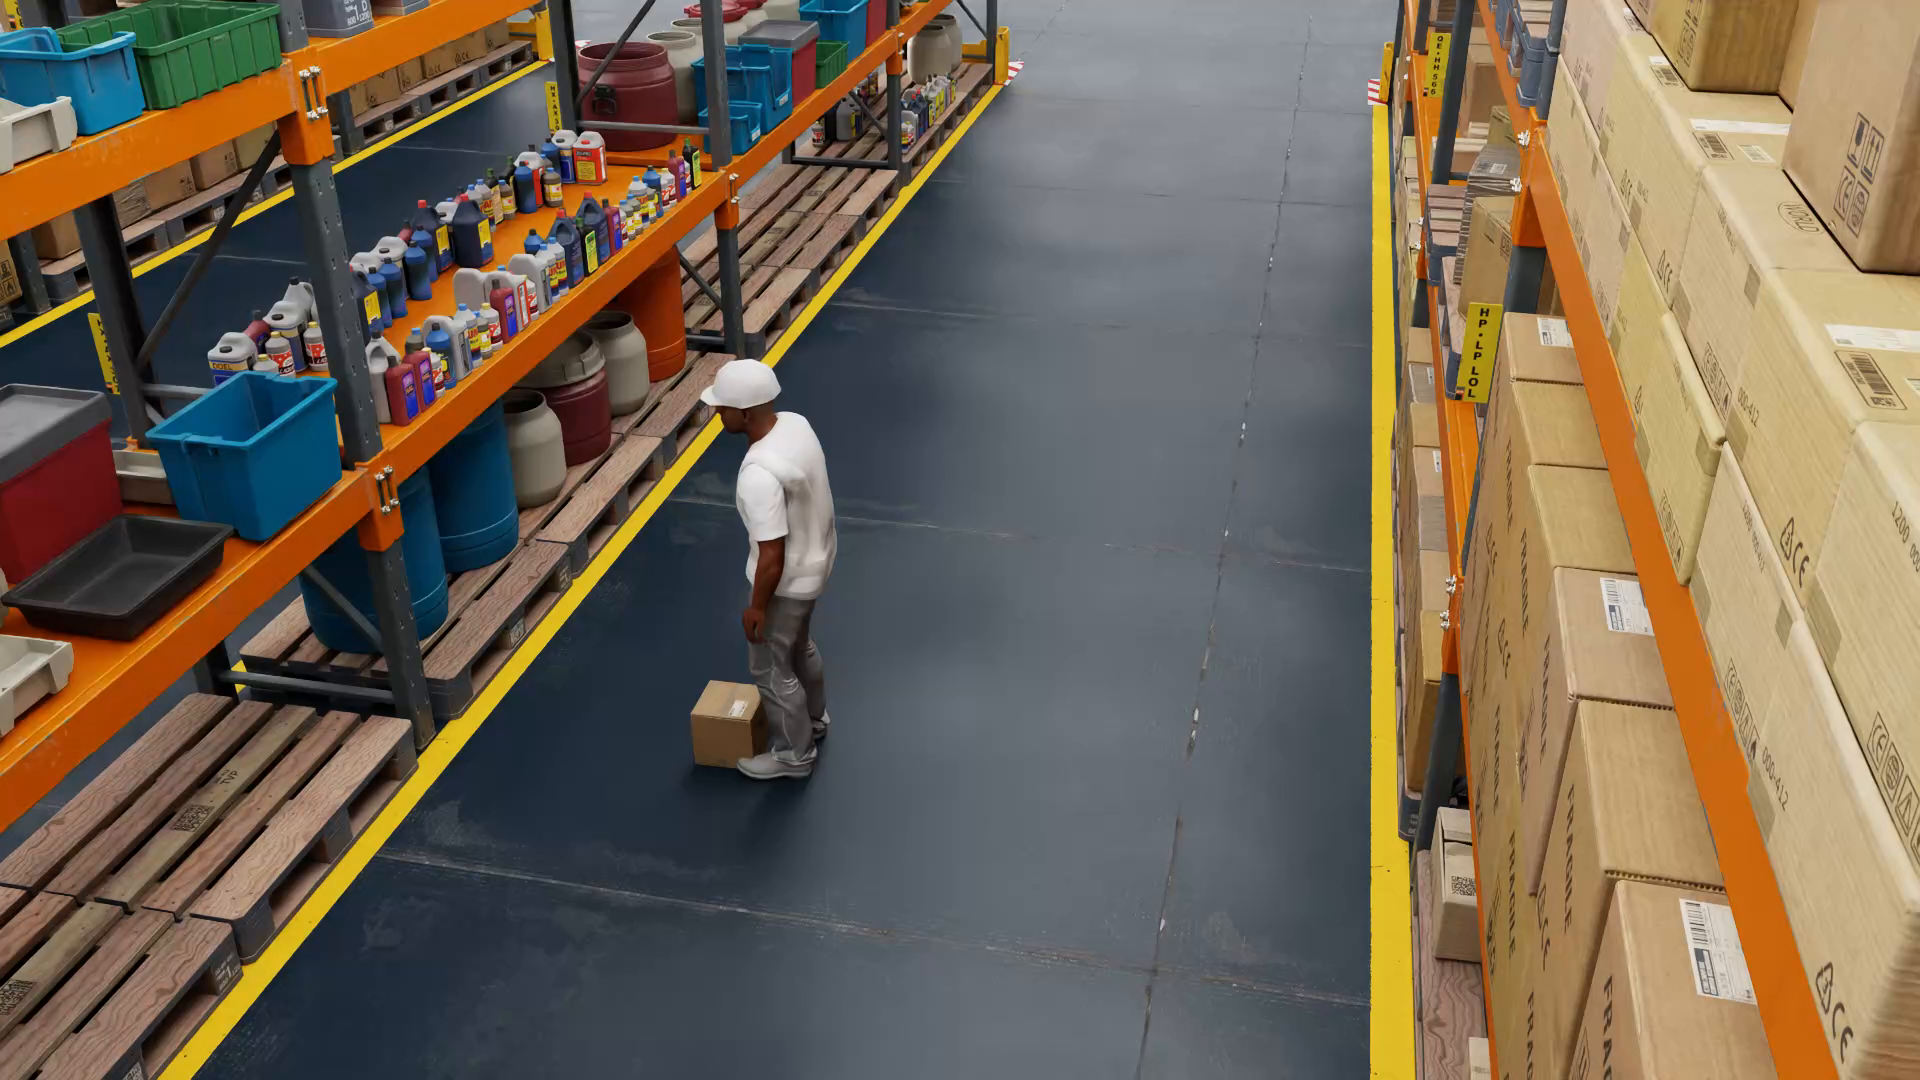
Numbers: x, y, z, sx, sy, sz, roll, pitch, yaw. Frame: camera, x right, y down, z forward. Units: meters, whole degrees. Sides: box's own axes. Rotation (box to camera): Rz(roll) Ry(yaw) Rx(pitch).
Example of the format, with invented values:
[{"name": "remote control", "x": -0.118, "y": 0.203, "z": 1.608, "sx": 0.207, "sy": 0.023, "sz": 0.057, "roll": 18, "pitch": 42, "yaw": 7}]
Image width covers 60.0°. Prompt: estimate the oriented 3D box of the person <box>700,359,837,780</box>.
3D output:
[{"name": "person", "x": -0.708, "y": 0.119, "z": 6.388, "sx": 0.459, "sy": 1.760, "sz": 0.634, "roll": 4, "pitch": 29, "yaw": 8}]
